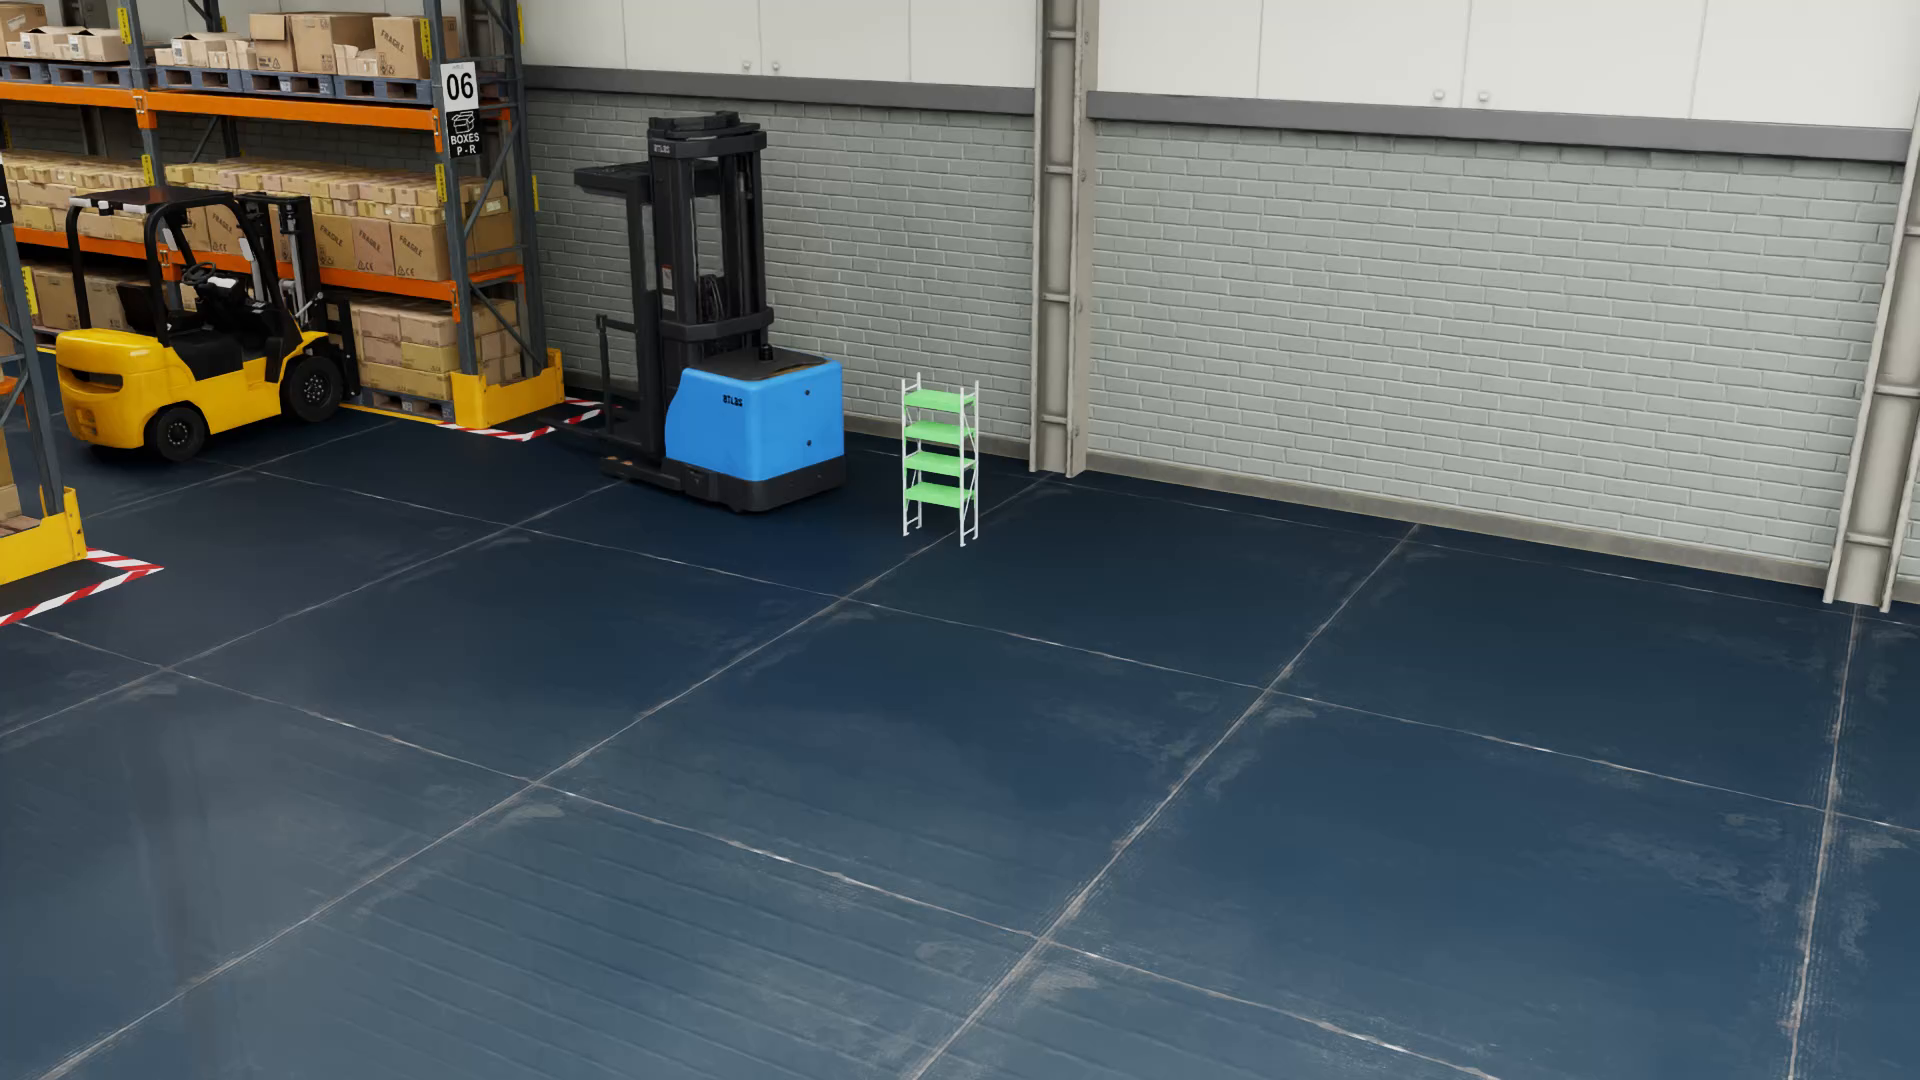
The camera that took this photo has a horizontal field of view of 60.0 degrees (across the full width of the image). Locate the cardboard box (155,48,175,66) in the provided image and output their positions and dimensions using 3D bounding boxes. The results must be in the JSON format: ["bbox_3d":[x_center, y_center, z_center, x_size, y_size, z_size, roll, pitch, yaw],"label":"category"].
[{"bbox_3d":[-7.493,-4.653,16.000,0.250,0.149,0.380,11,23,28],"label":"cardboard box"}]

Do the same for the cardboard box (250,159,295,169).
[{"bbox_3d":[-6.874,-3.716,16.676,0.250,0.149,0.380,11,22,27],"label":"cardboard box"}]

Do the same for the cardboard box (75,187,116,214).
[{"bbox_3d":[-8.743,-3.535,17.197,0.500,0.250,0.500,10,22,26],"label":"cardboard box"}]

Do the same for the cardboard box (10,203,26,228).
[{"bbox_3d":[-10.071,-3.561,18.002,0.500,0.250,0.500,10,22,26],"label":"cardboard box"}]

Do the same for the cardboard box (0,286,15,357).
[{"bbox_3d":[-6.940,-1.486,11.480,0.500,0.500,0.500,10,22,26],"label":"cardboard box"}]

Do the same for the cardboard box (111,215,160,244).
[{"bbox_3d":[-8.304,-3.217,17.054,0.500,0.250,0.500,11,23,29],"label":"cardboard box"}]

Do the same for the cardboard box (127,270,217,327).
[{"bbox_3d":[-8.198,-2.446,17.575,0.625,0.625,0.875,12,23,30],"label":"cardboard box"}]

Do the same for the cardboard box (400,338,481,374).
[{"bbox_3d":[-4.822,-1.744,15.457,0.500,0.250,0.500,10,22,27],"label":"cardboard box"}]

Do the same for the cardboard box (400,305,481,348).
[{"bbox_3d":[-4.799,-1.975,15.360,0.500,0.250,0.500,12,23,29],"label":"cardboard box"}]

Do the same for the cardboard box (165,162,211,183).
[{"bbox_3d":[-7.603,-3.632,16.444,0.250,0.149,0.380,11,23,28],"label":"cardboard box"}]

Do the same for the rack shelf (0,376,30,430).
[{"bbox_3d":[-8.408,-1.132,12.142,4.000,0.370,1.077,11,23,27],"label":"rack shelf"}]

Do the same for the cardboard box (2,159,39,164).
[{"bbox_3d":[-10.155,-4.006,17.912,0.250,0.149,0.380,11,23,28],"label":"cardboard box"}]

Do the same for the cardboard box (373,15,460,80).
[{"bbox_3d":[-4.750,-4.319,14.564,0.500,0.500,0.500,12,23,29],"label":"cardboard box"}]

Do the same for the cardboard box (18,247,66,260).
[{"bbox_3d":[-10.691,-2.920,18.882,0.625,0.625,0.875,12,23,29],"label":"cardboard box"}]

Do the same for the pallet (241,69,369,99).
[{"bbox_3d":[-5.918,-4.312,15.585,1.213,0.211,1.003,11,23,27],"label":"pallet"}]

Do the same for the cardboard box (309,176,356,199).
[{"bbox_3d":[-5.823,-3.287,15.494,0.250,0.149,0.380,11,23,28],"label":"cardboard box"}]

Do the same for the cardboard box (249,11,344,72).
[{"bbox_3d":[-6.087,-4.629,15.415,0.637,0.503,0.797,12,23,29],"label":"cardboard box"}]

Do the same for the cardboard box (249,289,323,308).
[{"bbox_3d":[-6.586,-2.315,16.298,0.500,0.250,0.500,12,23,29],"label":"cardboard box"}]

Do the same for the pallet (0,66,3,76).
[{"bbox_3d":[-10.593,-5.182,18.129,1.003,0.211,1.213,12,23,30],"label":"pallet"}]

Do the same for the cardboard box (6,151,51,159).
[{"bbox_3d":[-10.367,-4.233,18.538,0.250,0.149,0.380,11,23,27],"label":"cardboard box"}]

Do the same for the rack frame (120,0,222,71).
[{"bbox_3d":[-7.737,-6.101,15.989,0.127,3.000,1.000,11,23,27],"label":"rack frame"}]

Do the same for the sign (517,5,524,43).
[{"bbox_3d":[-3.969,-4.638,14.957,0.005,0.325,0.100,11,23,27],"label":"sign"}]

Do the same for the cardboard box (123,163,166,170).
[{"bbox_3d":[-8.598,-3.894,17.603,0.250,0.149,0.380,11,22,27],"label":"cardboard box"}]

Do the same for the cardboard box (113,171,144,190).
[{"bbox_3d":[-8.377,-3.661,16.962,0.250,0.149,0.380,10,22,27],"label":"cardboard box"}]

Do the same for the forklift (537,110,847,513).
[{"bbox_3d":[-2.362,-1.984,13.535,3.031,2.935,1.130,16,26,38],"label":"forklift"}]

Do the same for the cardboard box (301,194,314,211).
[{"bbox_3d":[-5.990,-3.217,15.736,0.250,0.149,0.380,11,22,27],"label":"cardboard box"}]

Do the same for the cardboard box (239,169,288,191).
[{"bbox_3d":[-6.689,-3.467,15.989,0.250,0.149,0.380,10,22,26],"label":"cardboard box"}]

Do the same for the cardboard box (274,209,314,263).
[{"bbox_3d":[-6.143,-2.921,15.873,0.500,0.500,0.500,11,23,28],"label":"cardboard box"}]

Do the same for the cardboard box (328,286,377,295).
[{"bbox_3d":[-5.885,-2.383,16.485,0.500,0.250,0.500,10,22,26],"label":"cardboard box"}]

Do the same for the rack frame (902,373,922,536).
[{"bbox_3d":[-0.358,-0.632,12.348,0.015,1.200,0.240,11,23,27],"label":"rack frame"}]

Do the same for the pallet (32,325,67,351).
[{"bbox_3d":[-9.468,-2.284,18.352,1.213,0.211,1.003,11,23,27],"label":"pallet"}]

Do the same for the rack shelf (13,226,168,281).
[{"bbox_3d":[-9.483,-3.276,18.052,4.000,0.370,1.077,11,23,27],"label":"rack shelf"}]

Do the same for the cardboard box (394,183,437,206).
[{"bbox_3d":[-4.891,-3.136,15.079,0.250,0.149,0.380,11,23,27],"label":"cardboard box"}]

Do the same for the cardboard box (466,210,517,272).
[{"bbox_3d":[-4.542,-2.828,15.616,0.500,0.500,0.500,12,23,29],"label":"cardboard box"}]

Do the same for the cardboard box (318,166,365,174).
[{"bbox_3d":[-6.003,-3.536,16.180,0.250,0.149,0.380,12,23,29],"label":"cardboard box"}]

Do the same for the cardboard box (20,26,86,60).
[{"bbox_3d":[-9.158,-5.069,16.911,0.500,0.311,0.500,10,22,25],"label":"cardboard box"}]

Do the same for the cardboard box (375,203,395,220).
[{"bbox_3d":[-5.118,-3.037,15.241,0.250,0.149,0.380,11,23,28],"label":"cardboard box"}]

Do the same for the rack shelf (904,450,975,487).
[{"bbox_3d":[-0.145,-0.531,12.258,0.480,0.148,0.258,11,23,27],"label":"rack shelf"}]

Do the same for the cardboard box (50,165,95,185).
[{"bbox_3d":[-9.273,-3.828,17.420,0.250,0.149,0.380,11,23,28],"label":"cardboard box"}]

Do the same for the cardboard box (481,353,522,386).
[{"bbox_3d":[-4.578,-1.661,15.961,0.500,0.250,0.500,11,23,28],"label":"cardboard box"}]

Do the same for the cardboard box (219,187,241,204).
[{"bbox_3d":[-6.940,-3.361,16.134,0.250,0.149,0.380,11,23,28],"label":"cardboard box"}]

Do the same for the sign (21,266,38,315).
[{"bbox_3d":[-6.398,-1.706,11.401,0.005,0.325,0.100,11,23,27],"label":"sign"}]

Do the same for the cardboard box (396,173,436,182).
[{"bbox_3d":[-5.092,-3.366,15.712,0.250,0.149,0.380,11,23,28],"label":"cardboard box"}]

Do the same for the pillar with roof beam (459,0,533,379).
[{"bbox_3d":[-6.512,-4.539,11.681,0.400,9.000,9.100,11,23,27],"label":"pillar with roof beam"}]

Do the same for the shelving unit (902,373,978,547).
[{"bbox_3d":[-0.145,-0.592,12.236,0.503,1.200,0.258,11,23,27],"label":"shelving unit"}]

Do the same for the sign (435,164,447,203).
[{"bbox_3d":[-4.521,-3.112,14.501,0.005,0.325,0.100,11,23,27],"label":"sign"}]

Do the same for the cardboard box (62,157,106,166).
[{"bbox_3d":[-9.496,-4.055,18.047,0.250,0.149,0.380,12,23,29],"label":"cardboard box"}]
